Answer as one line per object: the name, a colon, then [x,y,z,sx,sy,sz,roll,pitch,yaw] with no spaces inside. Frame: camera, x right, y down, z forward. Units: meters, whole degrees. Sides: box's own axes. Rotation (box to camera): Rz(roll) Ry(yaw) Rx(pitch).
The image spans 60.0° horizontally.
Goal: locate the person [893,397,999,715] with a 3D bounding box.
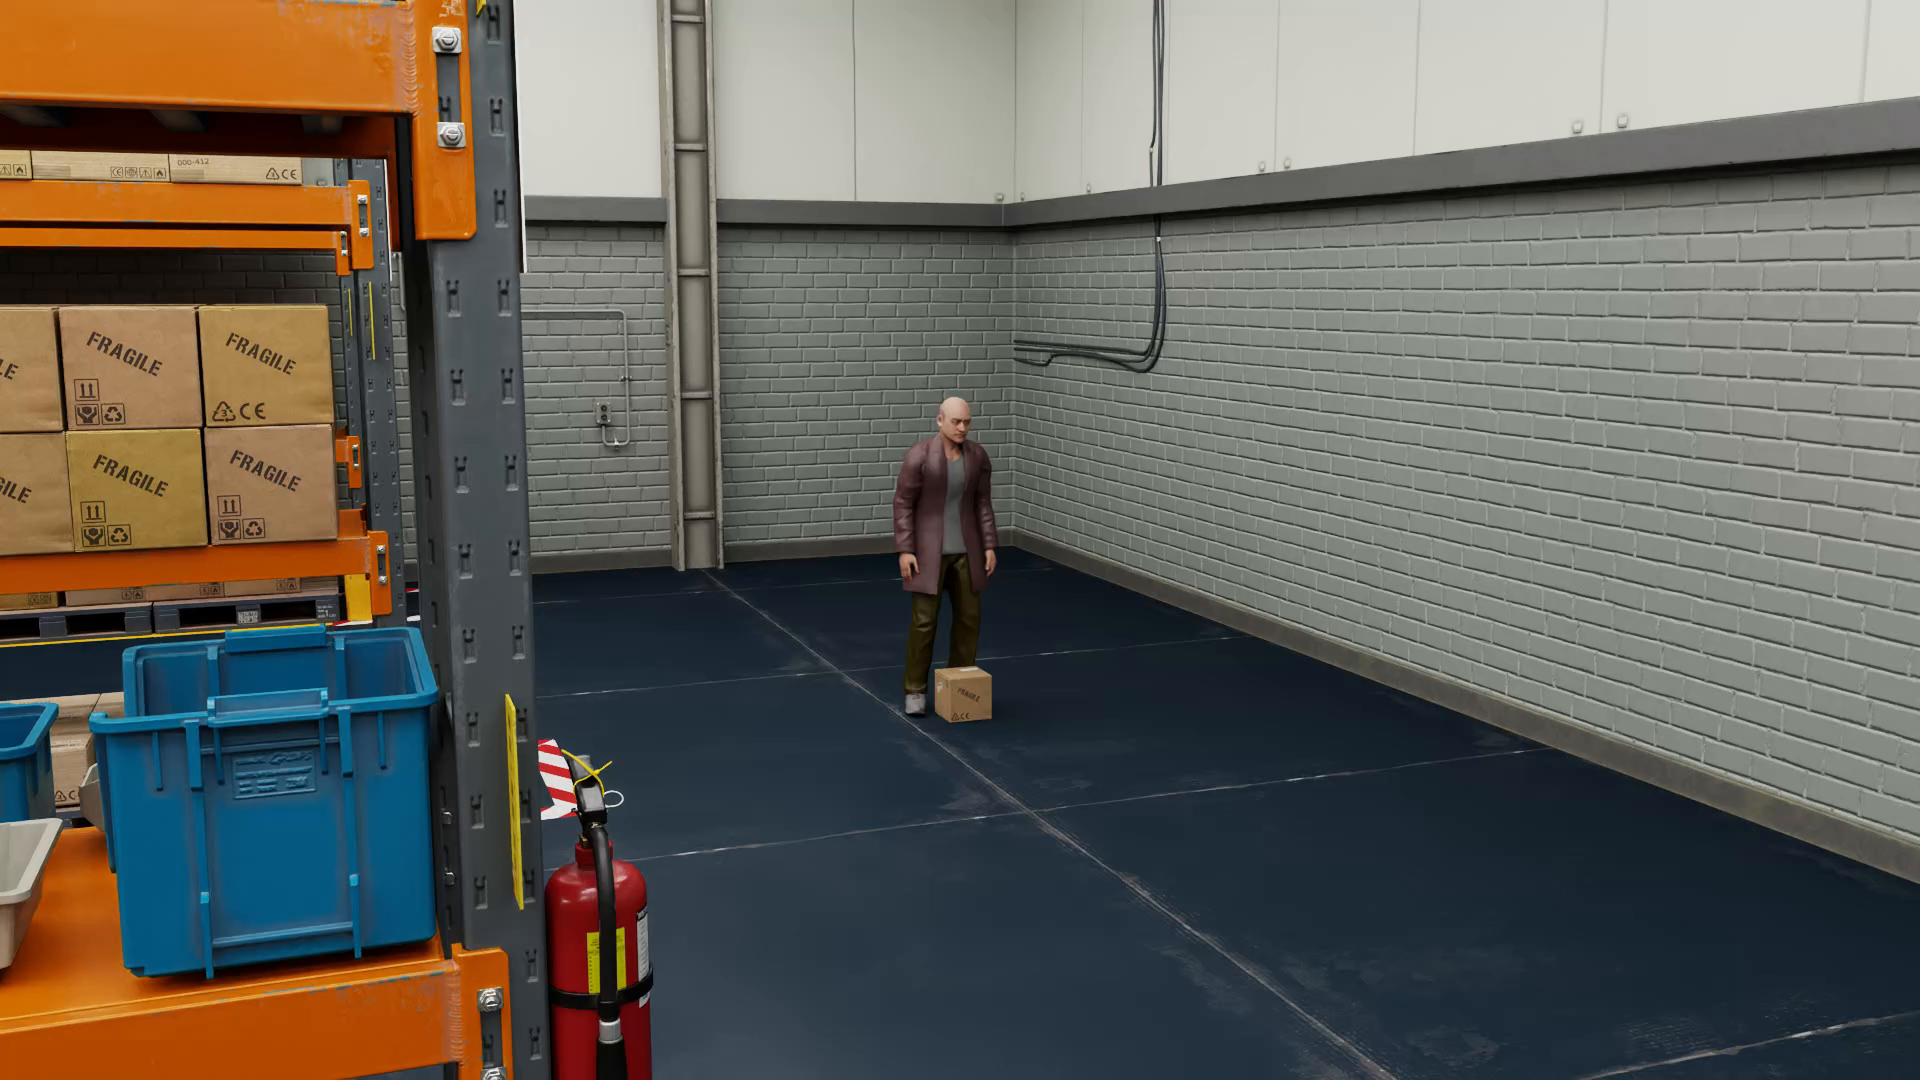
person: [-0.071,0.075,9.420,0.647,1.772,0.429,-4,10,-24]
